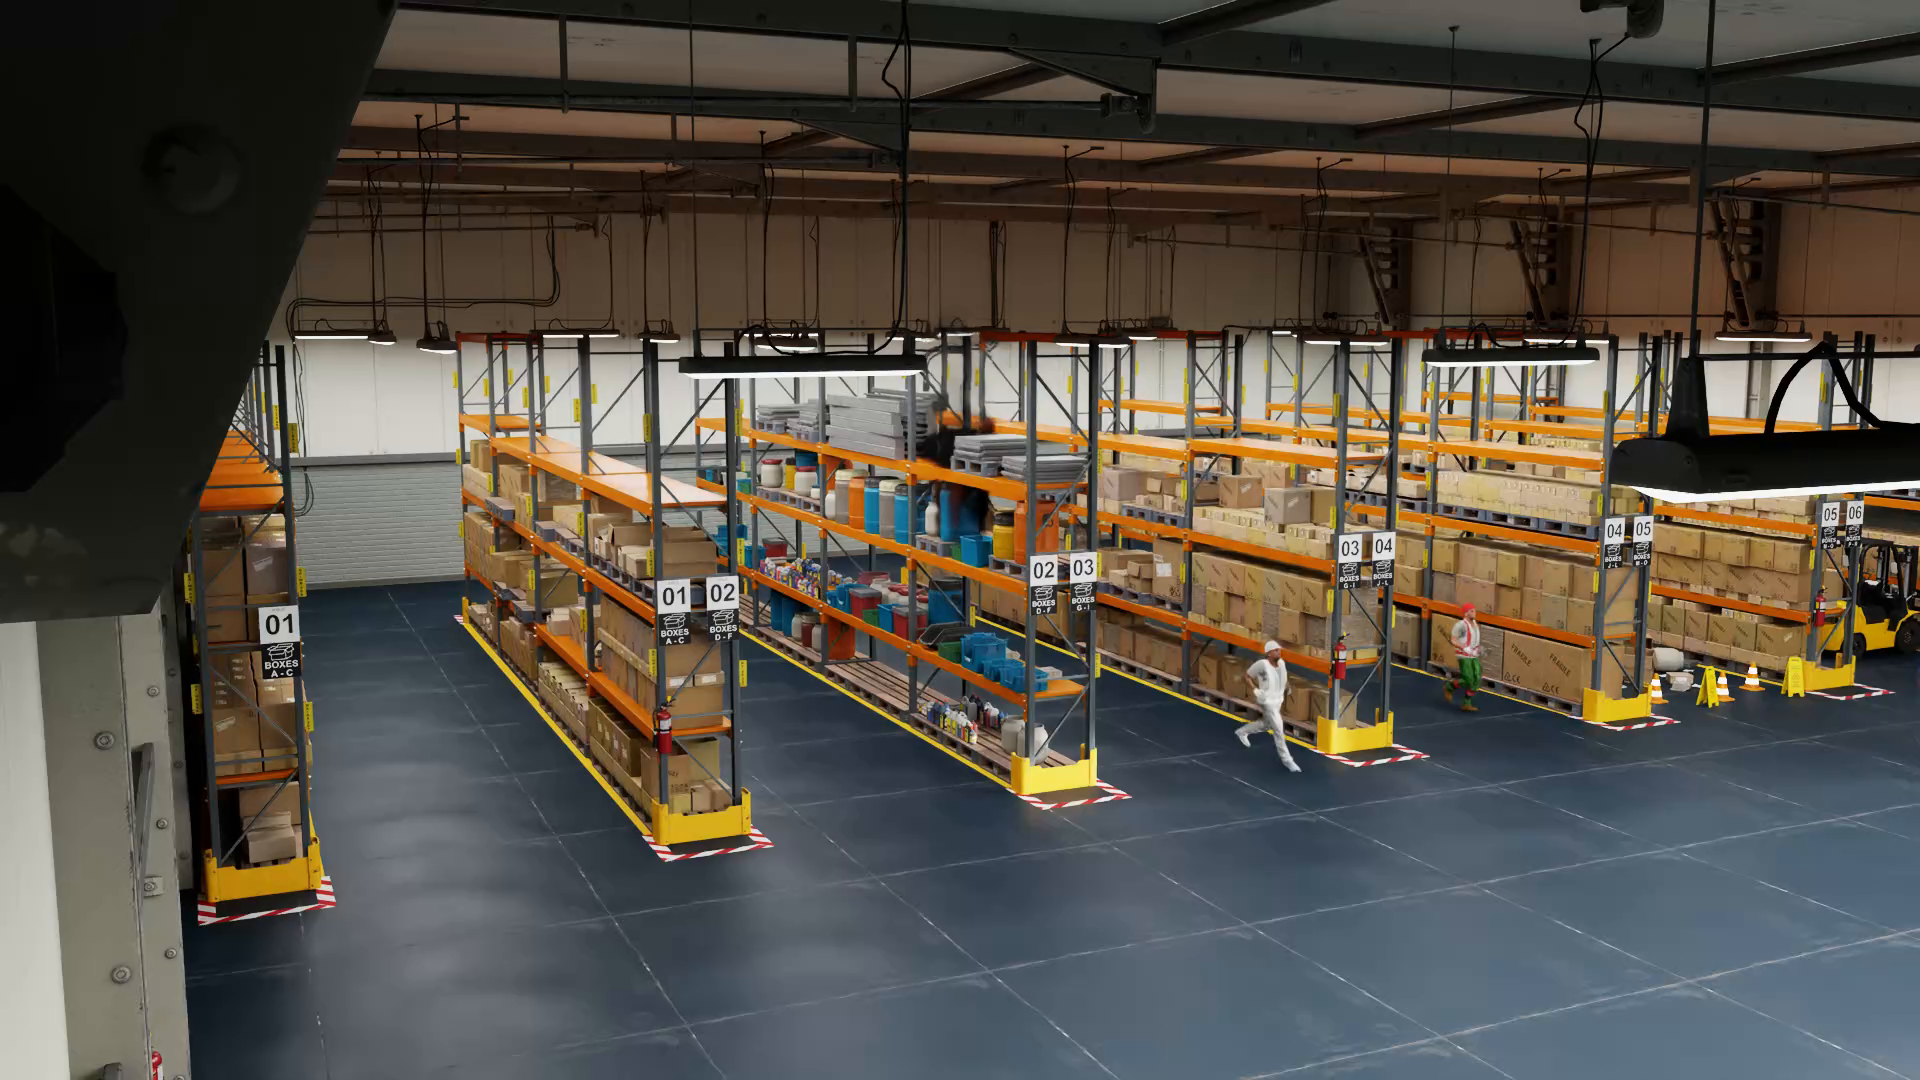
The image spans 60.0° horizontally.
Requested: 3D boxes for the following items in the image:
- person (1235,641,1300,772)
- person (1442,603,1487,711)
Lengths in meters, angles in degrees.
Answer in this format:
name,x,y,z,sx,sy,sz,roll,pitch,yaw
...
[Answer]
name,x,y,z,sx,sy,sz,roll,pitch,yaw
person,4.385,2.296,23.537,1.166,1.784,0.648,7,10,42
person,8.128,1.868,26.764,0.639,1.743,0.645,-6,10,-39
